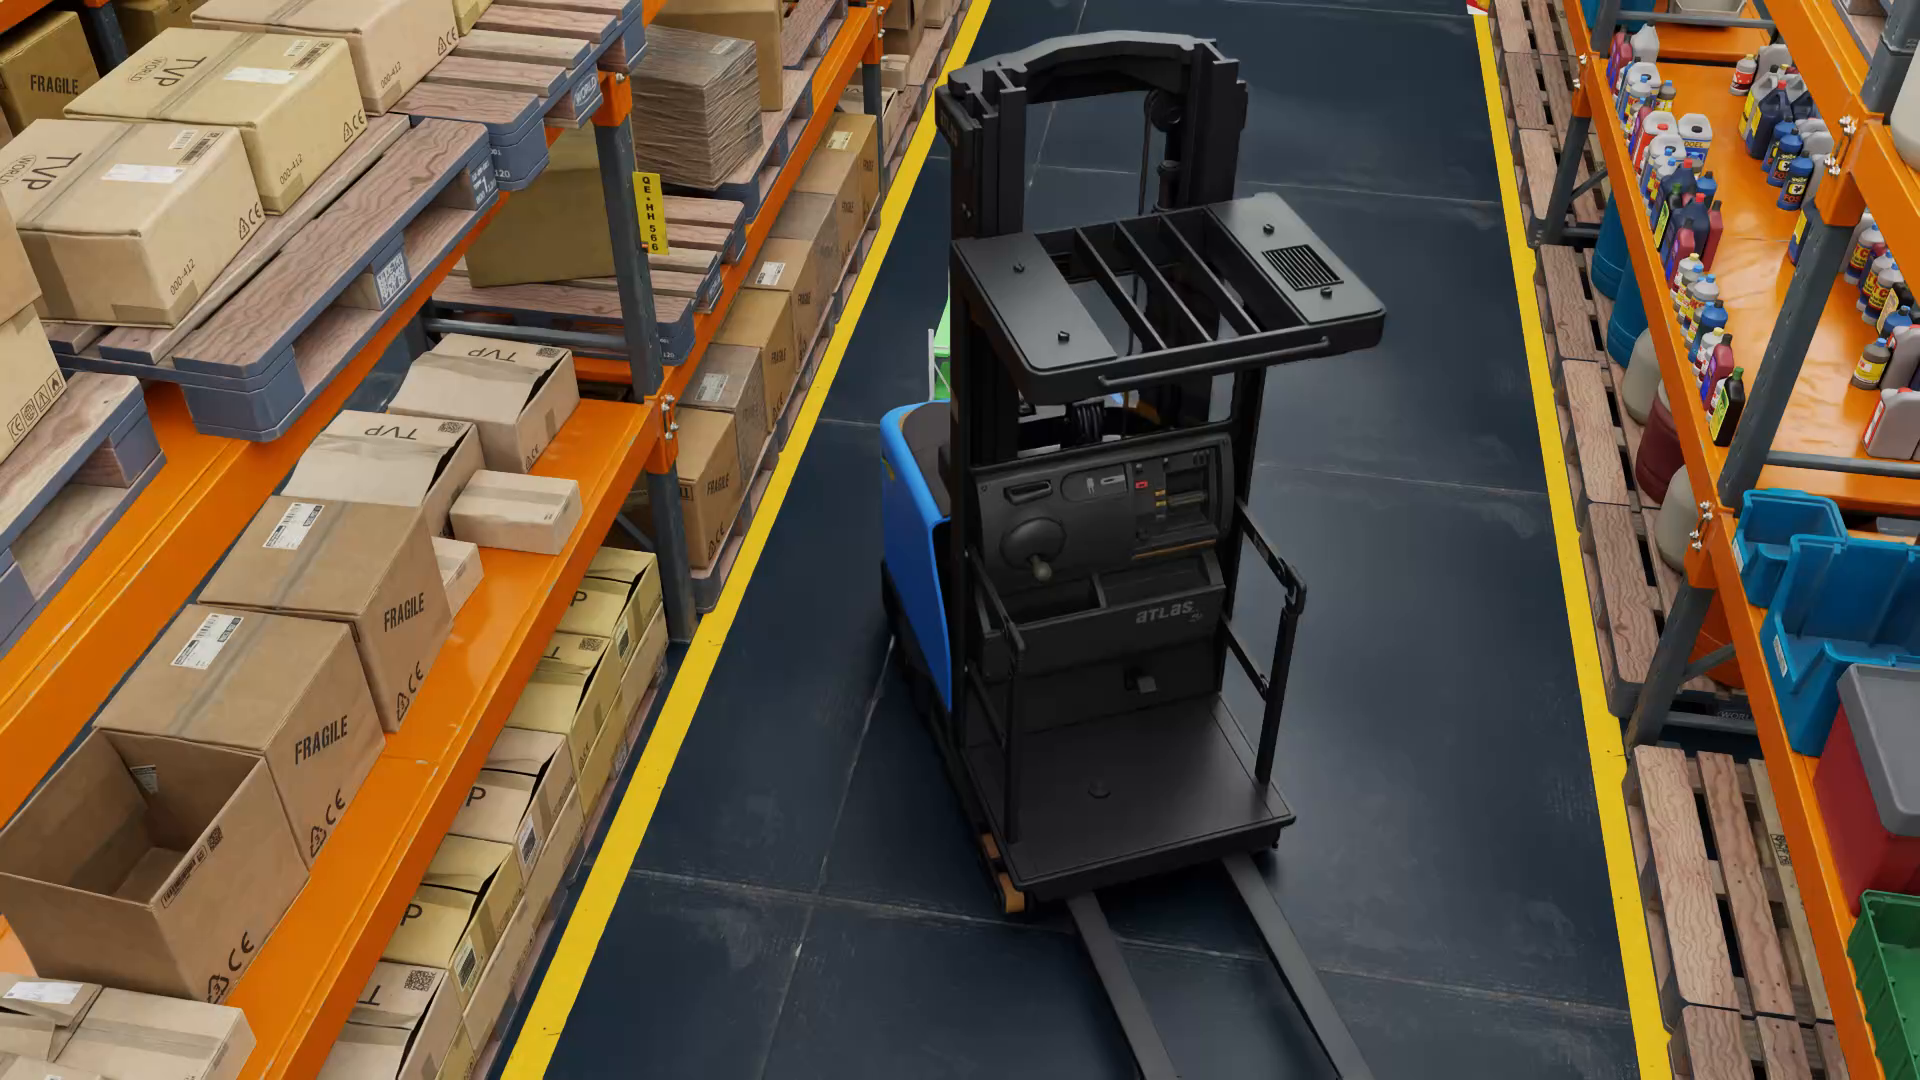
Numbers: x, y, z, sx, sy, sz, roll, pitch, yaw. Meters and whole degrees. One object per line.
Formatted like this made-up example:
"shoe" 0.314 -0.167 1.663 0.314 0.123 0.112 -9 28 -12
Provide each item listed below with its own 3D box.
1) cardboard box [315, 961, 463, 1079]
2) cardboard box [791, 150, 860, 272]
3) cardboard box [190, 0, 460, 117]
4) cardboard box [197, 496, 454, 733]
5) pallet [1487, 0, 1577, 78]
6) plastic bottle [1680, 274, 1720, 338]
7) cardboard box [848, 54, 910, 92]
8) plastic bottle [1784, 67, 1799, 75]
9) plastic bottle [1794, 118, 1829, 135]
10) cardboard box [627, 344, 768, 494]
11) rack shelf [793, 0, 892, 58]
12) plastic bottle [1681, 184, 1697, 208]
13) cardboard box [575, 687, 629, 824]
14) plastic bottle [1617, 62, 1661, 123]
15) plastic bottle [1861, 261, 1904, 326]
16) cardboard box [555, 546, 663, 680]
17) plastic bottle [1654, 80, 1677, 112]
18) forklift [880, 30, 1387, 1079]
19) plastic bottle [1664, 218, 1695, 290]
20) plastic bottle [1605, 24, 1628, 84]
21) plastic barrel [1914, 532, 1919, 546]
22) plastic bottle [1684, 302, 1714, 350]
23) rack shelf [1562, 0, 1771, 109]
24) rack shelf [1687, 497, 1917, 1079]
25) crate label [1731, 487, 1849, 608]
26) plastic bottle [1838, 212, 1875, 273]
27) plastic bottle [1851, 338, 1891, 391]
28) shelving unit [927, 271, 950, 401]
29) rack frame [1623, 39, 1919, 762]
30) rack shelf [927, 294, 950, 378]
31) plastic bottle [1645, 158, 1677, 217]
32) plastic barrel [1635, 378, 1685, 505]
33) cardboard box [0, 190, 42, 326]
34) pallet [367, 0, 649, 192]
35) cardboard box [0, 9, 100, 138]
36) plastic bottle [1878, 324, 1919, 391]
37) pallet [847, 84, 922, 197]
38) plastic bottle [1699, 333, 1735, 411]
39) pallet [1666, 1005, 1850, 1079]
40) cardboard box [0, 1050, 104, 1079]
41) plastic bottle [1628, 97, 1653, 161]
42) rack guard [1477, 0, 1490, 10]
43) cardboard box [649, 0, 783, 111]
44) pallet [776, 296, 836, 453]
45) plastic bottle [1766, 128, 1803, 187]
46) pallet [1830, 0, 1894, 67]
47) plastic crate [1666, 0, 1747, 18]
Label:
"cardboard box" -1.859 1.532 5.029 0.500 0.311 0.500 5 40 6
"cardboard box" -0.868 -1.856 9.354 0.500 0.500 0.500 7 40 8
"cardboard box" -1.760 -1.428 4.654 0.500 0.250 0.500 7 40 9
"cardboard box" -1.938 0.226 5.141 0.500 0.500 0.500 4 40 5
"pallet" 4.418 -3.674 12.125 1.003 0.211 1.213 6 40 8
"plastic bottle" 3.009 -0.953 6.746 0.097 0.271 0.097 0 40 0
"cardboard box" -0.546 -3.162 11.195 0.380 0.166 0.250 6 40 8
"plastic bottle" 4.162 -2.274 8.335 0.061 0.283 0.133 6 40 8
"plastic bottle" 4.006 -1.875 7.858 0.152 0.276 0.135 6 40 8
"cardboard box" -1.218 -0.580 7.810 0.500 0.500 0.500 5 40 6
"rack shelf" -0.625 -4.278 11.232 1.077 0.370 4.000 6 40 8
"plastic bottle" 3.177 -1.408 7.287 0.061 0.283 0.133 6 40 8
"cardboard box" -1.600 0.789 6.367 0.500 0.250 0.500 6 40 7
"plastic bottle" 3.388 -2.226 8.283 0.152 0.276 0.135 6 40 8
"plastic bottle" 3.798 -1.017 6.823 0.097 0.271 0.097 0 40 0
"cardboard box" -1.512 0.247 6.582 0.500 0.311 0.500 7 40 9
"plastic bottle" 3.514 -2.195 8.304 0.097 0.201 0.097 0 40 0
"forklift" 0.575 -0.032 5.585 1.130 2.935 3.031 -11 41 -13
"plastic bottle" 3.062 -1.215 7.054 0.061 0.283 0.133 6 40 8
"plastic bottle" 3.423 -2.524 8.637 0.061 0.283 0.133 6 40 8
"plastic barrel" 3.432 0.031 5.349 0.600 0.536 0.708 6 40 8
"plastic bottle" 2.992 -0.864 6.694 0.097 0.201 0.097 0 40 0
"rack shelf" 4.253 -3.730 10.569 1.077 0.370 4.000 6 40 8
"rack shelf" 2.868 1.291 4.496 1.077 0.370 4.000 6 40 8
"crate label" 2.772 0.046 5.569 0.303 0.233 0.416 6 40 8
"plastic bottle" 3.847 -1.300 7.163 0.152 0.276 0.135 6 40 8
"plastic bottle" 3.561 -0.693 6.487 0.097 0.201 0.097 0 40 0
"shelving unit" 0.029 -0.566 7.590 0.258 1.200 0.503 6 40 8
"rack frame" 3.214 -0.242 5.785 1.000 3.000 0.127 6 40 8
"rack shelf" 0.029 -0.887 7.325 0.258 0.148 0.480 6 40 8
"plastic bottle" 3.187 -1.596 7.525 0.097 0.271 0.097 0 40 0
"plastic barrel" 3.478 -0.492 7.650 0.600 0.588 0.708 6 40 8
"cardboard box" -2.135 -0.572 3.030 0.500 0.500 0.500 10 41 12
"pallet" -1.693 -1.438 5.026 1.213 0.211 1.003 8 40 10
"cardboard box" -5.836 -2.755 10.183 0.750 0.750 0.750 7 40 8
"plastic bottle" 3.688 -0.720 6.461 0.152 0.276 0.135 6 40 8
"pallet" -0.852 -2.657 10.895 1.003 0.211 1.213 6 40 8
"plastic bottle" 2.904 -0.642 6.361 0.061 0.283 0.133 6 40 8
"pallet" 2.829 2.078 5.167 1.003 0.211 1.213 6 40 8
"cardboard box" -2.314 1.464 3.840 0.500 0.250 0.500 9 40 10
"plastic bottle" 3.269 -1.967 7.963 0.061 0.283 0.133 6 40 8
"rack guard" 4.590 -4.315 12.674 1.175 0.500 0.348 6 40 8
"cardboard box" -1.216 -2.385 7.970 0.700 0.500 0.500 -3 40 -4
"pallet" -1.284 -0.943 8.822 1.003 0.211 1.213 6 40 8
"plastic bottle" 3.857 -1.791 7.760 0.097 0.271 0.097 0 40 0
"pallet" 3.443 -1.794 5.457 1.003 0.211 1.213 6 40 8
"plastic crate" 4.128 -2.950 9.220 0.396 0.136 0.243 6 40 8
